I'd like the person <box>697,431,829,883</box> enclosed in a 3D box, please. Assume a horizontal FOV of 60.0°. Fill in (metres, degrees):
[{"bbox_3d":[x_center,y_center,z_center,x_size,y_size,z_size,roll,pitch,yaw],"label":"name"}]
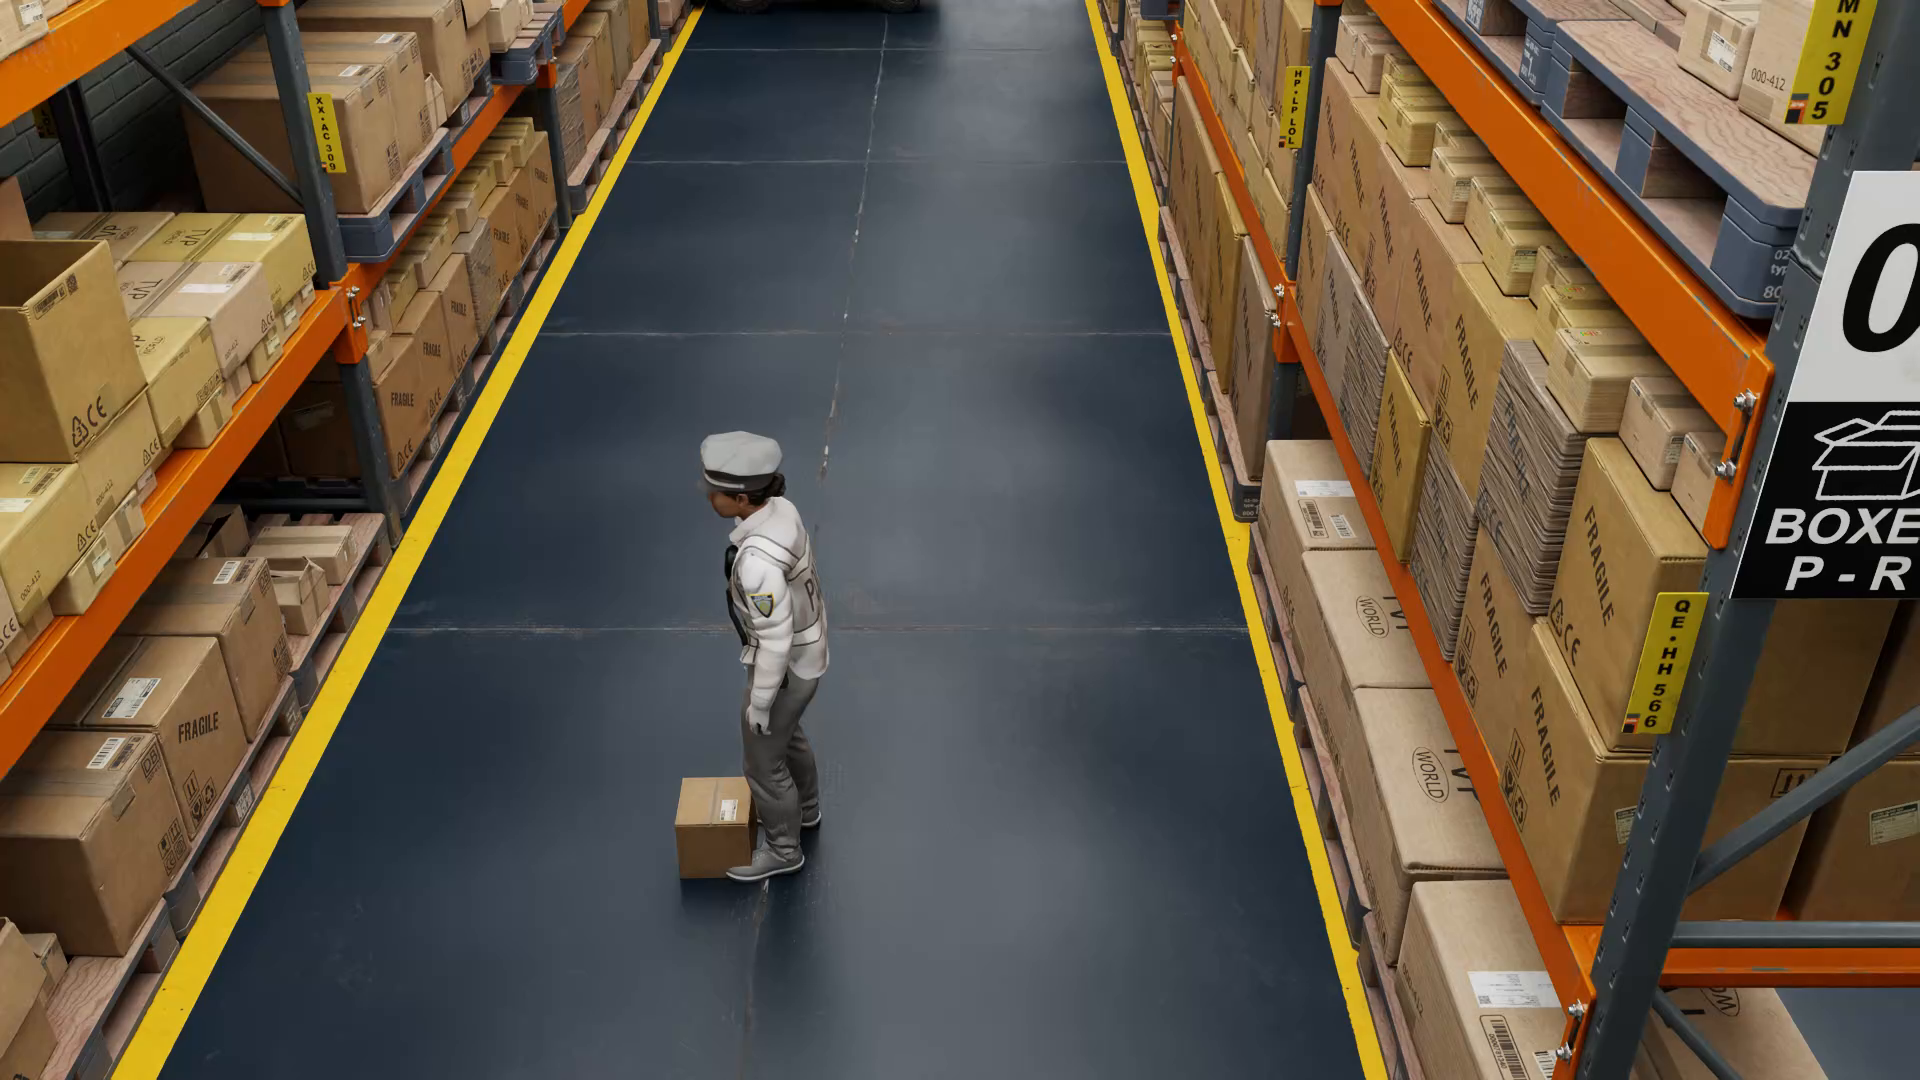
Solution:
[{"bbox_3d":[-0.632,0.406,5.474,0.405,1.663,0.536,-1,32,-2],"label":"person"}]
